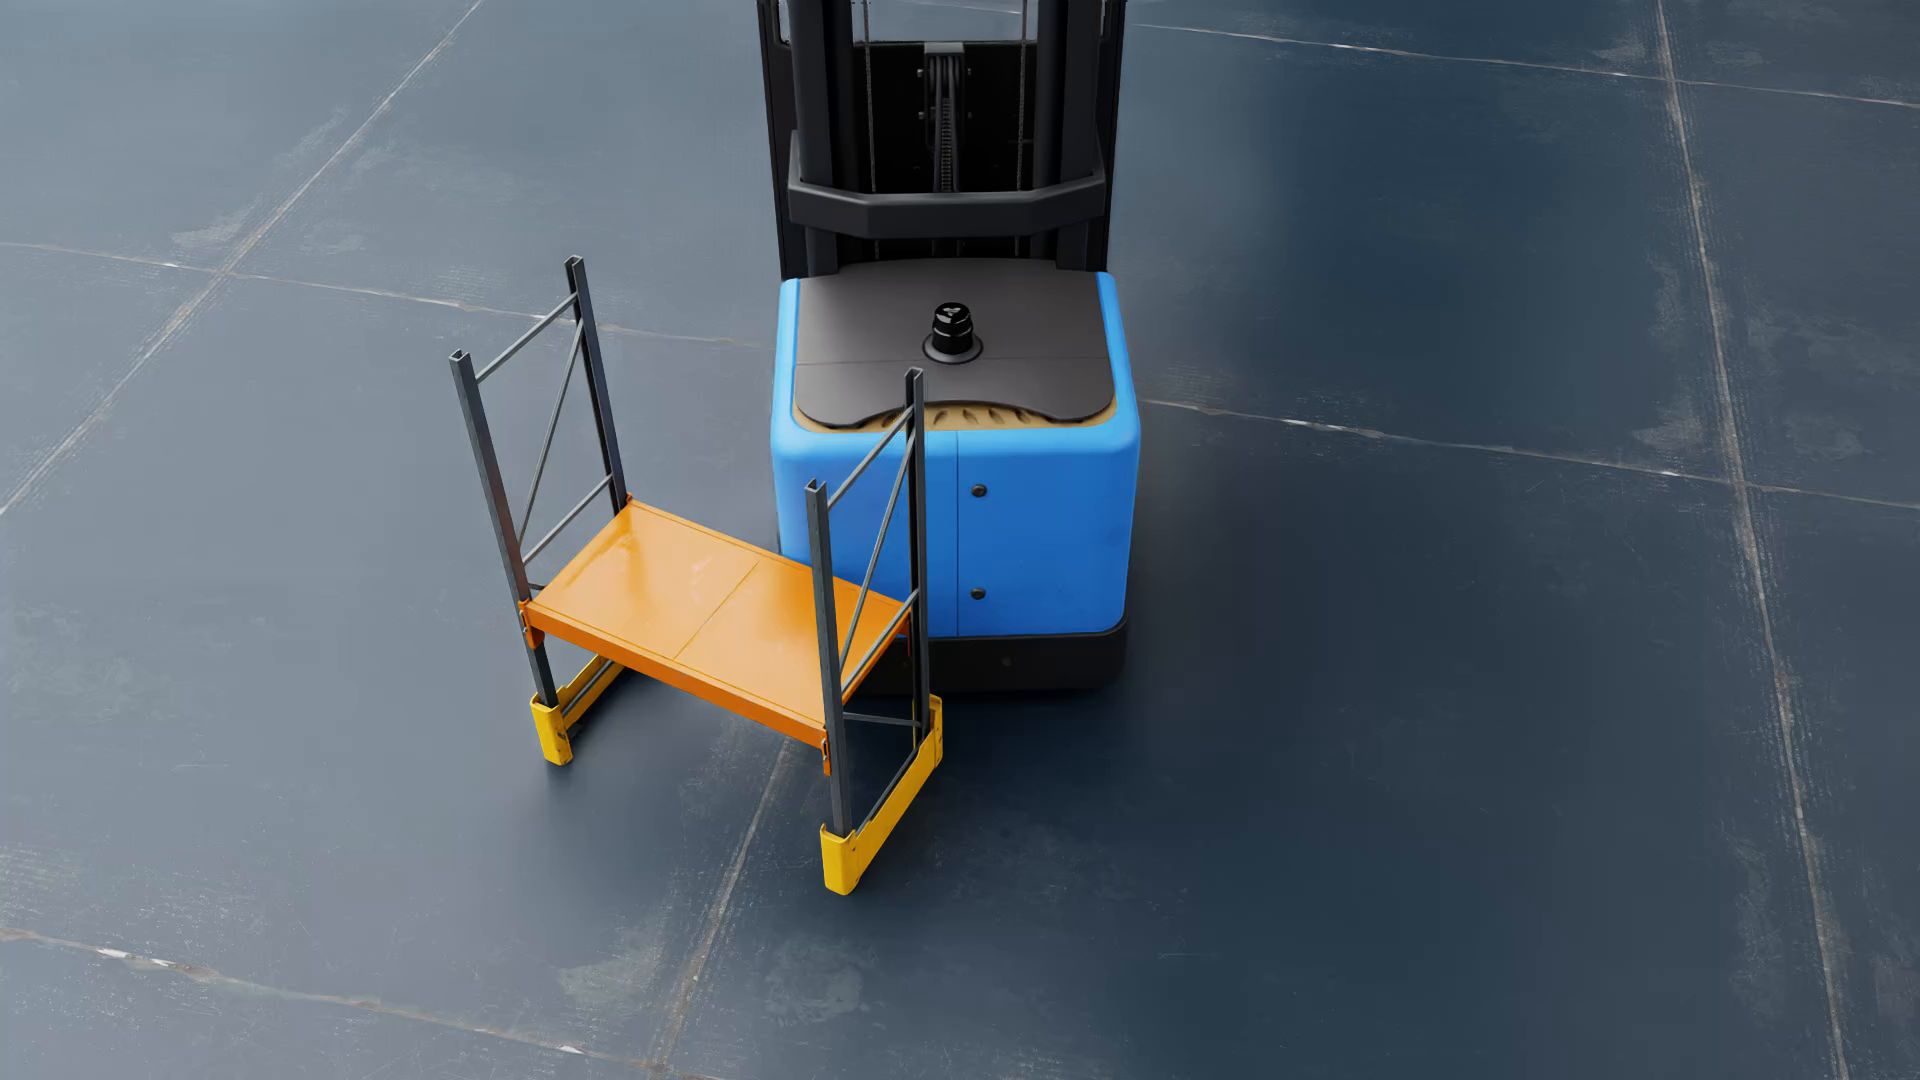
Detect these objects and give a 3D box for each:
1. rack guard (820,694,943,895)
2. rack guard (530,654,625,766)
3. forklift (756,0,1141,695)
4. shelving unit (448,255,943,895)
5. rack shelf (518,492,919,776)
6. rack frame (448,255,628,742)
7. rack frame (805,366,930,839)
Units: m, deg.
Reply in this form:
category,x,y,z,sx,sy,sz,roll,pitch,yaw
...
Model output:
category,x,y,z,sx,sy,sz,roll,pitch,yaw
rack guard,-0.219,0.727,4.815,0.087,0.250,0.587,20,47,20
rack guard,-1.100,0.405,5.149,0.087,0.250,0.587,20,47,20
forklift,-0.065,-1.582,5.280,1.130,2.935,3.031,-2,44,-2
shelving unit,-0.659,0.116,4.548,1.083,1.500,0.587,20,47,20
rack shelf,-0.667,0.242,4.676,1.000,0.185,0.538,20,47,20
rack frame,-1.117,-0.051,4.722,0.032,1.500,0.500,20,47,20
rack frame,-0.217,0.277,4.381,0.032,1.500,0.500,20,47,20
